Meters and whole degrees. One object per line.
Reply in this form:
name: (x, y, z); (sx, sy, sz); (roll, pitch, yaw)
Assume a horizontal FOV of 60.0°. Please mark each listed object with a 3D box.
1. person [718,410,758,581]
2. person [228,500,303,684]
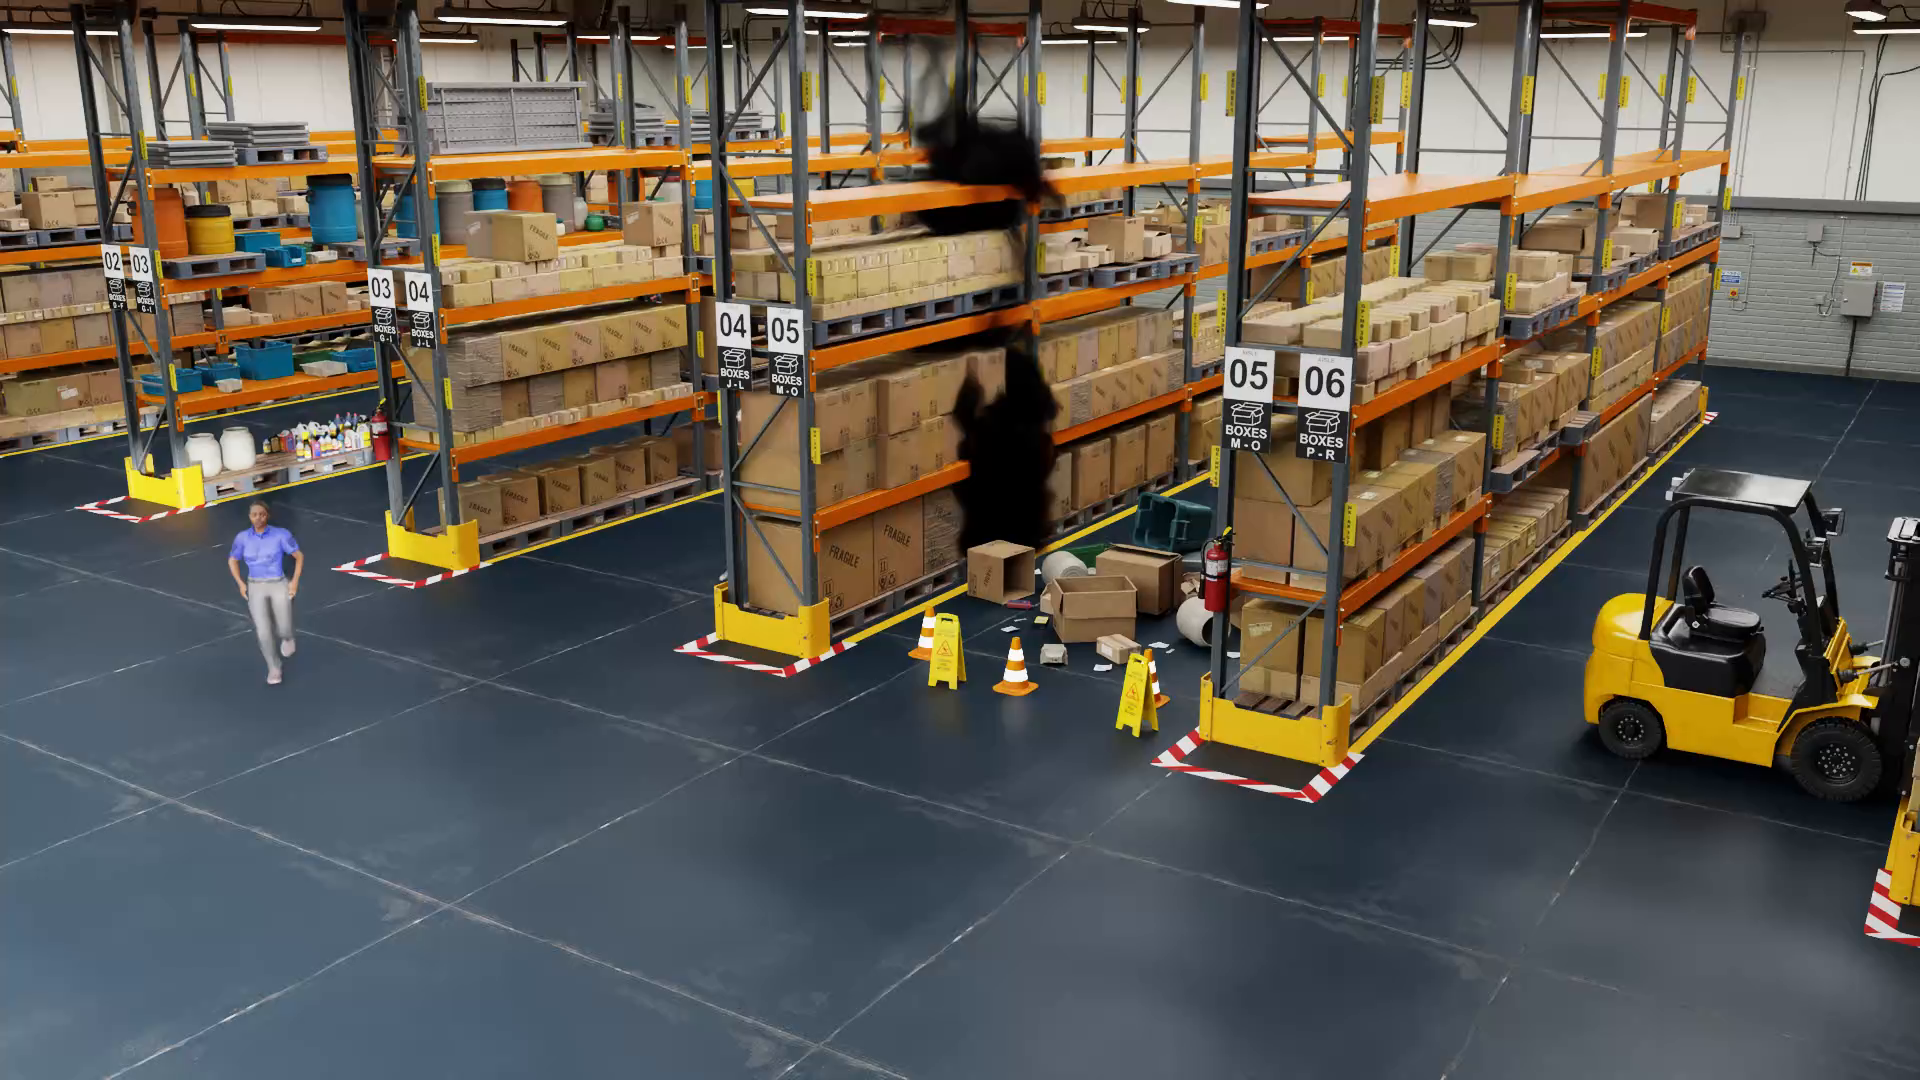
person: (-2.265, -0.516, 17.686); (0.700, 1.778, 0.913); (8, 17, 26)
person: (-6.109, 0.421, 14.698); (0.617, 1.611, 0.633); (-5, 16, -17)
